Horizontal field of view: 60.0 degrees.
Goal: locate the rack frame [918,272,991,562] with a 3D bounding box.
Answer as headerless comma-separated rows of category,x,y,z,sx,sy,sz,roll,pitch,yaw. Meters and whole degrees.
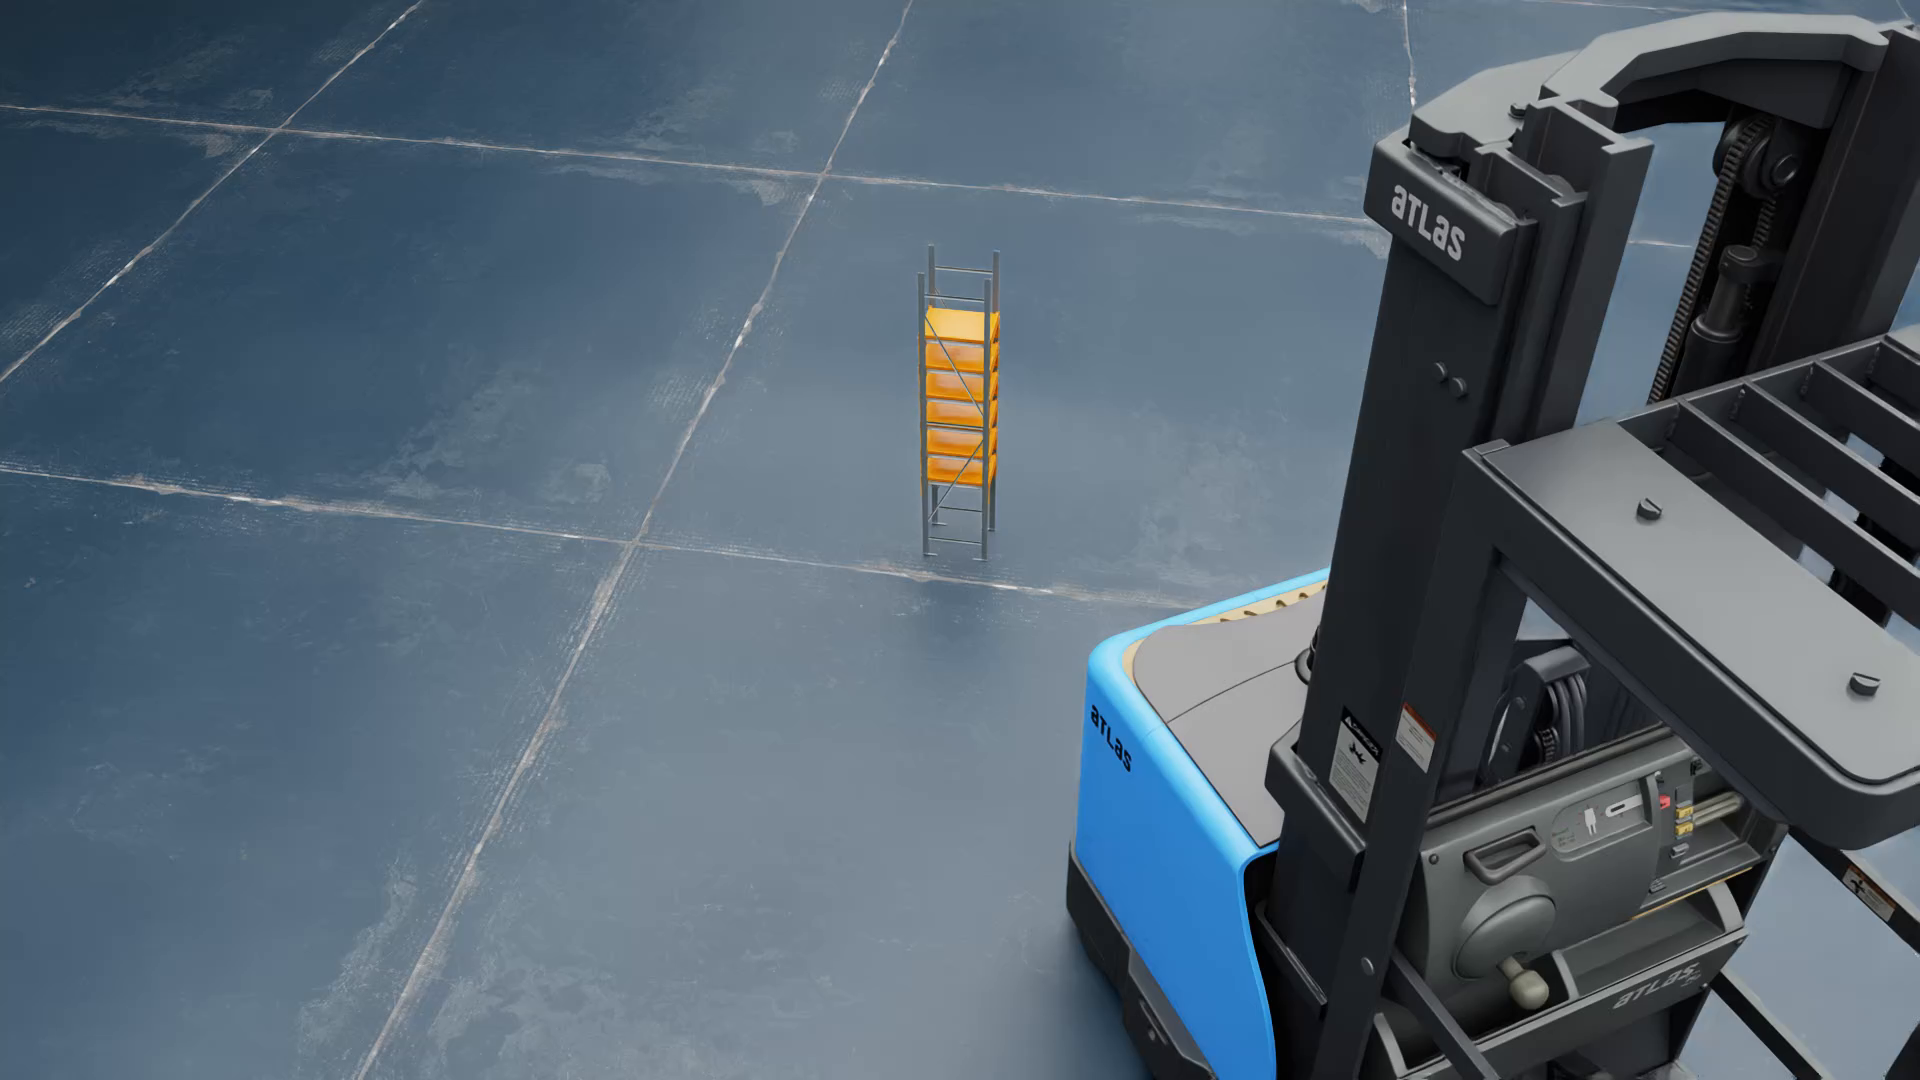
rack frame,-0.018,-0.396,5.787,0.240,1.200,0.006,6,40,8

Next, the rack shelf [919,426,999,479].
rack shelf,-0.002,-0.327,5.961,0.258,0.103,0.180,6,40,8

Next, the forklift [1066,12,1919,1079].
forklift,1.376,0.692,3.113,1.130,2.935,3.031,-16,42,-18

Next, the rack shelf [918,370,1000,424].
rack shelf,-0.002,-0.512,5.809,0.258,0.103,0.180,6,40,8

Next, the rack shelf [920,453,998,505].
rack shelf,-0.003,-0.234,6.038,0.258,0.103,0.180,6,40,8

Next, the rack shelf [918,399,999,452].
rack shelf,-0.002,-0.419,5.885,0.258,0.103,0.180,6,40,8

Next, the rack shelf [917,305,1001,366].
rack shelf,-0.002,-0.697,5.656,0.258,0.103,0.180,6,40,8

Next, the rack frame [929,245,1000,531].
rack frame,0.013,-0.511,5.926,0.240,1.200,0.006,6,40,8

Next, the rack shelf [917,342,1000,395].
rack shelf,-0.002,-0.604,5.732,0.258,0.103,0.180,6,40,8

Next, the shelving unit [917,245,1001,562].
shelving unit,-0.002,-0.453,5.857,0.258,1.200,0.189,6,40,8
